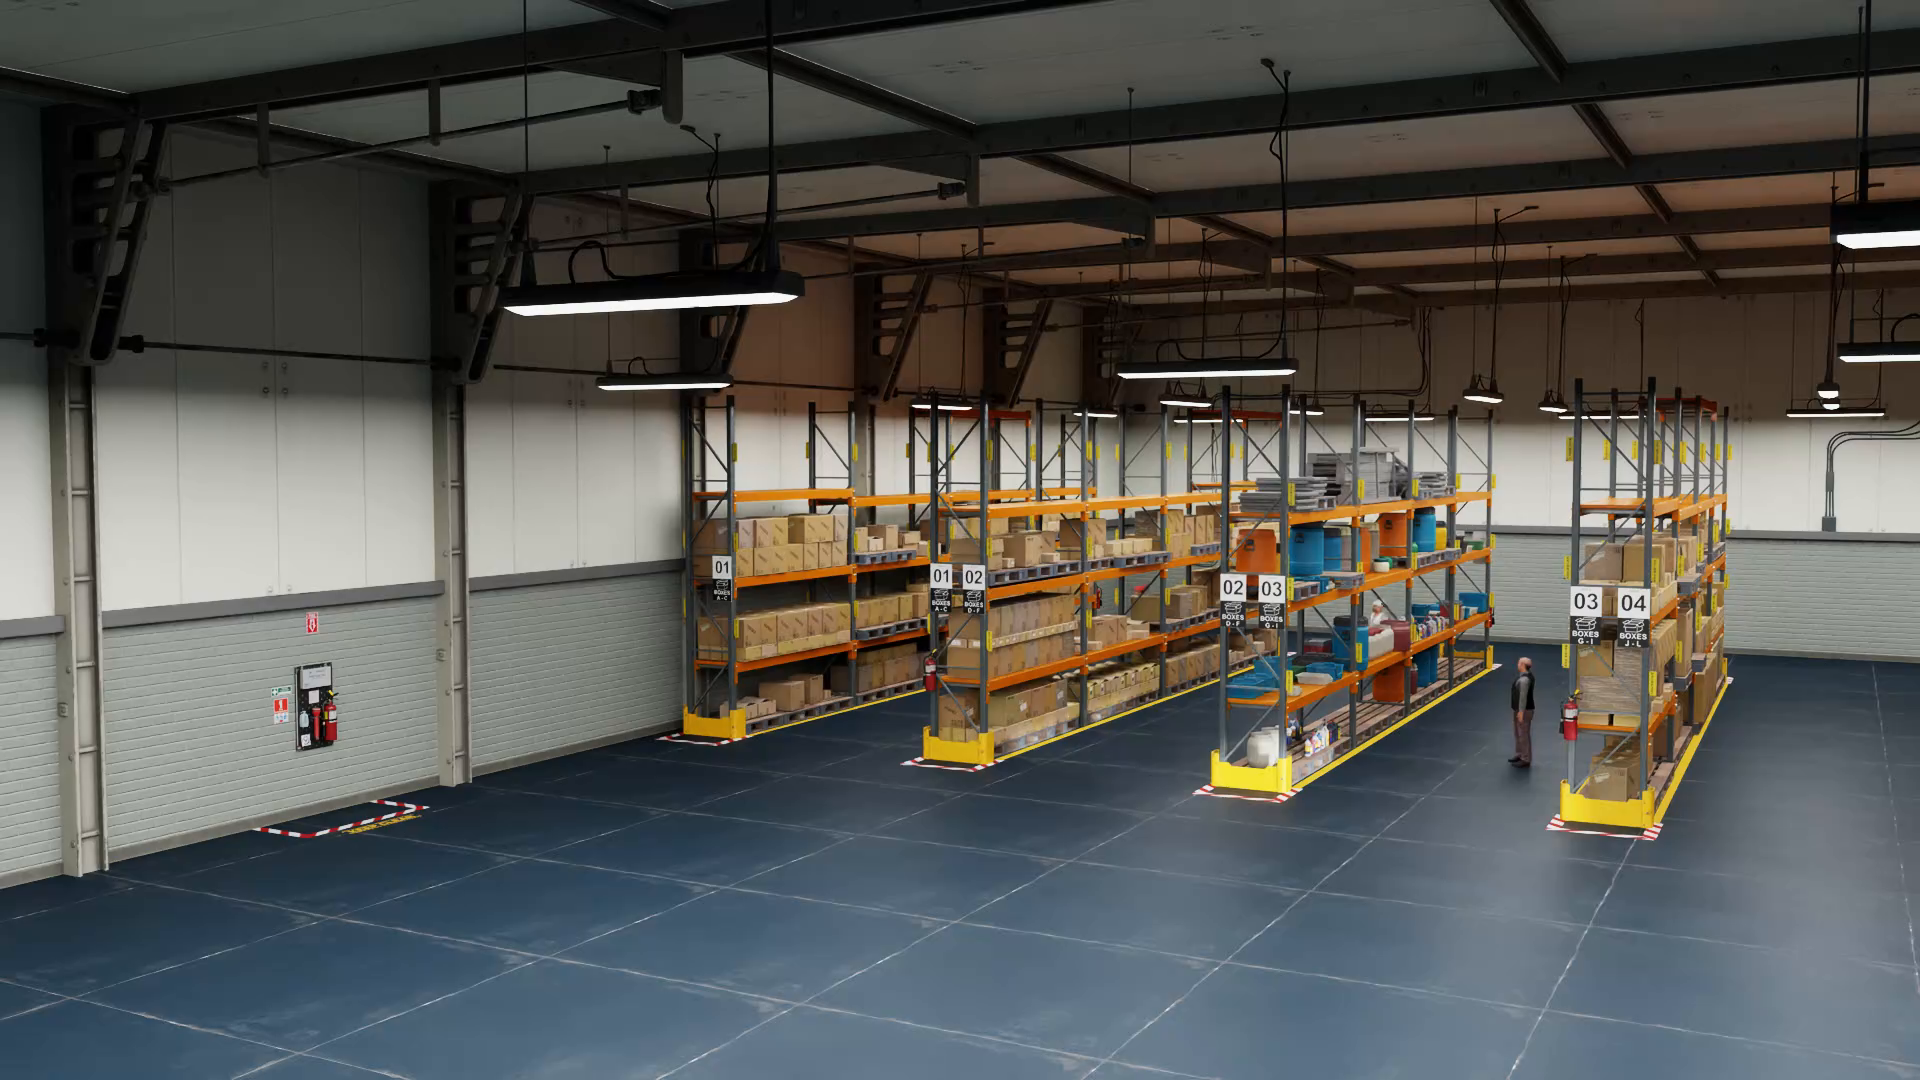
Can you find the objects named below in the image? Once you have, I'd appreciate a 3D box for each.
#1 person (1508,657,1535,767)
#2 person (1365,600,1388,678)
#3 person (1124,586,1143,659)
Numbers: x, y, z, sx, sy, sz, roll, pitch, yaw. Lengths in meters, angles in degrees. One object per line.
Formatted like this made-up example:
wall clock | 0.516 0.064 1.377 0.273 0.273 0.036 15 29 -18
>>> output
person | 8.984 2.735 26.552 0.393 1.728 0.563 0 3 7
person | 9.141 2.176 36.535 0.504 1.725 1.053 3 4 42
person | 4.272 1.992 40.335 0.540 1.733 1.051 1 3 26
